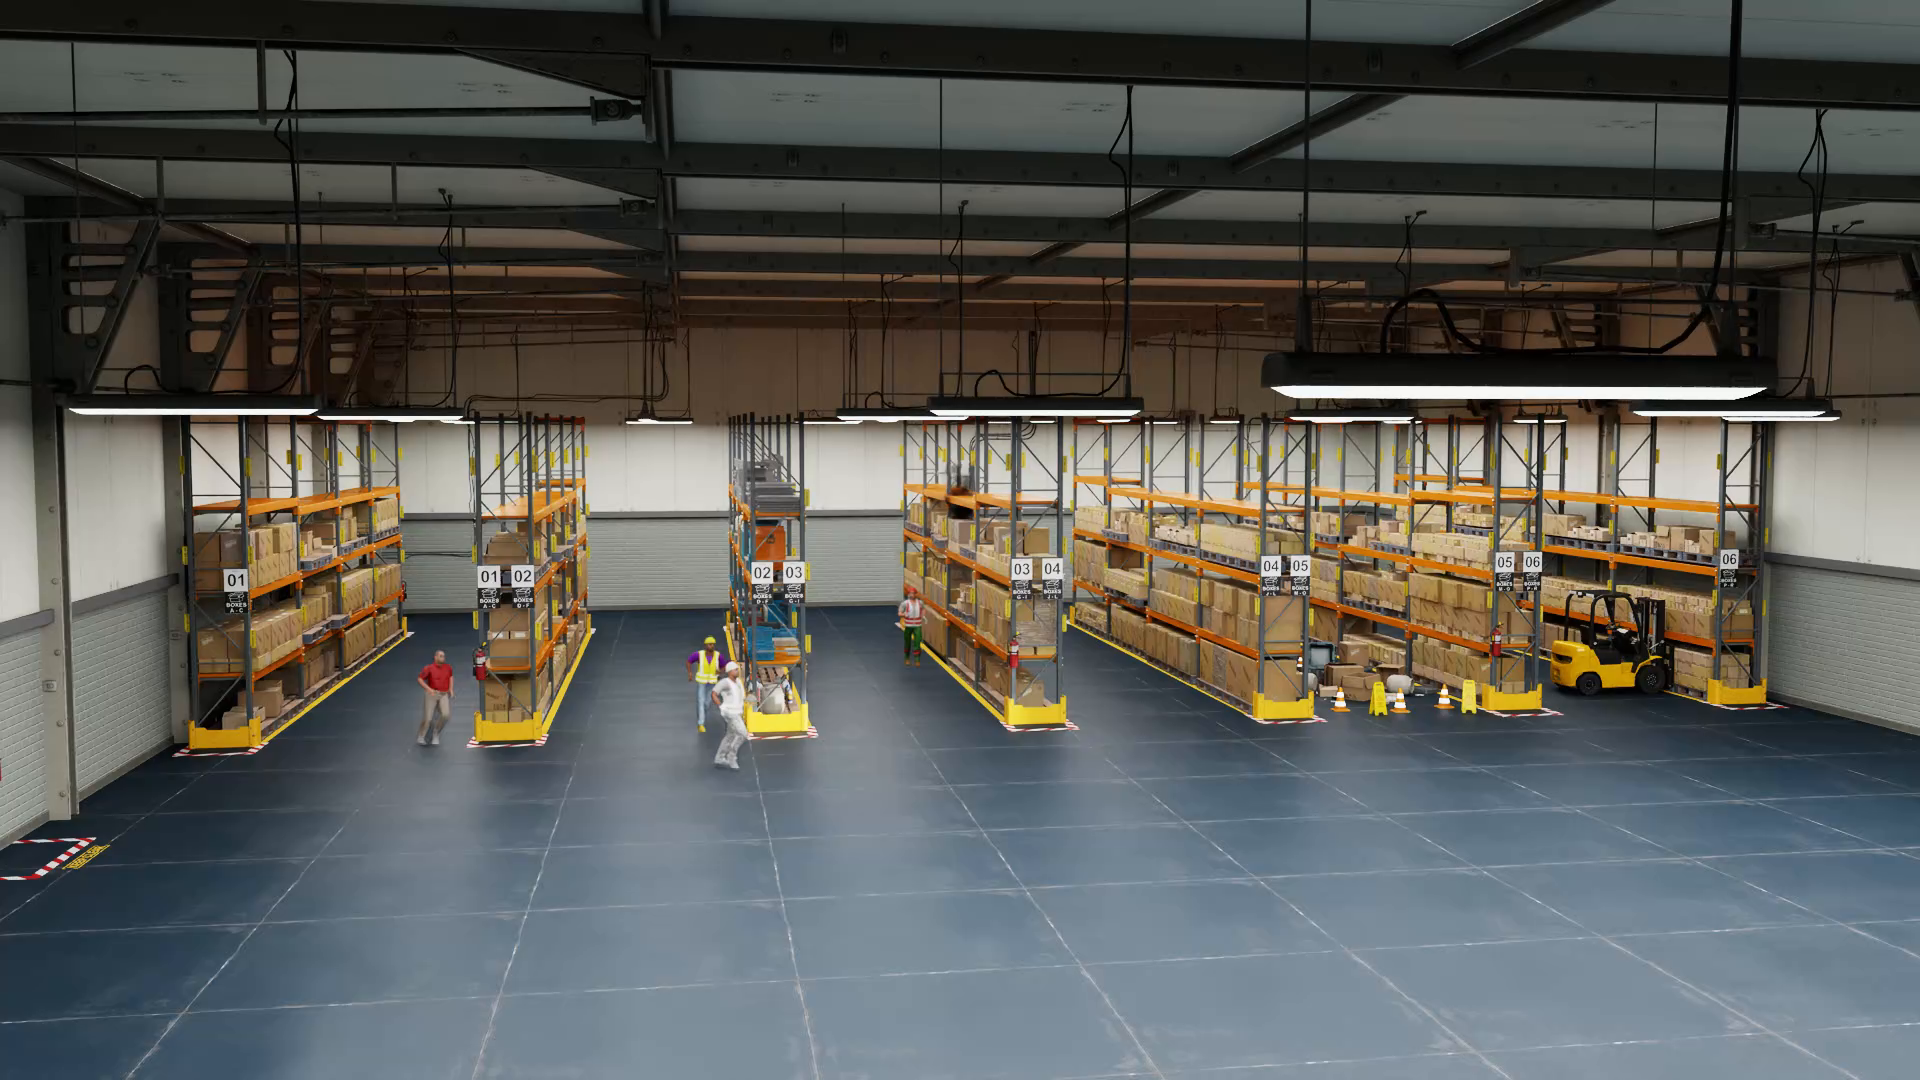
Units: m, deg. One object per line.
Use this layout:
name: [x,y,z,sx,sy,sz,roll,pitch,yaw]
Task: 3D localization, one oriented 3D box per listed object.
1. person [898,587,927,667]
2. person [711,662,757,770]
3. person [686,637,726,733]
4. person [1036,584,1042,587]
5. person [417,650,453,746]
person: [-1.066,1.980,37.608,0.668,1.822,0.929,-1,4,-11]
person: [-3.791,2.945,27.896,0.729,1.807,0.655,1,4,13]
person: [-4.773,2.698,31.417,0.723,1.747,0.970,-1,4,-20]
person: [2.161,1.612,48.527,0.621,1.667,0.650,3,5,39]
person: [-9.424,2.856,29.995,0.703,1.723,0.649,-3,5,-39]
